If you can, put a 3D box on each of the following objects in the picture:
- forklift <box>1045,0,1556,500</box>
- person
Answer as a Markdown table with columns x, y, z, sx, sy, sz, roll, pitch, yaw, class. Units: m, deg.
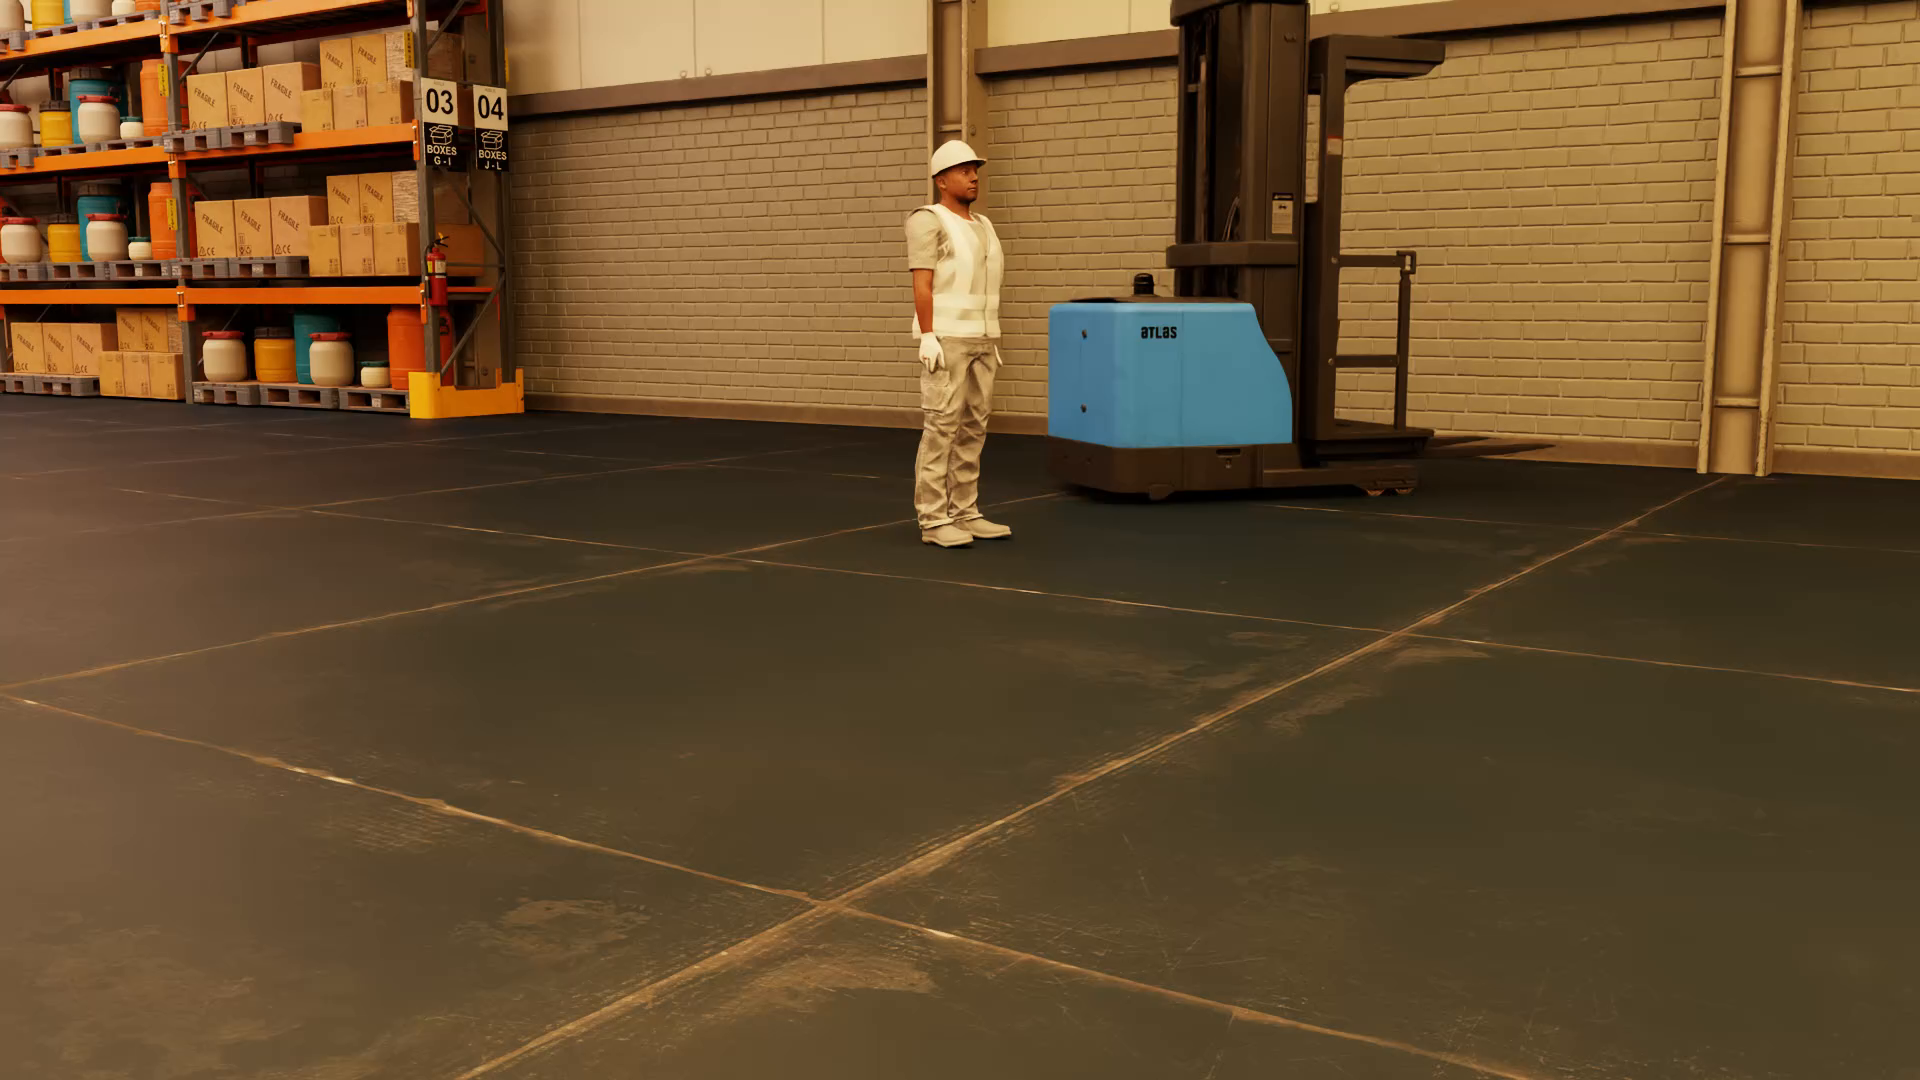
| x | y | z | sx | sy | sz | roll | pitch | yaw | class |
| --- | --- | --- | --- | --- | --- | --- | --- | --- | --- |
| 2.065 | -1.768 | 9.625 | 3.031 | 2.935 | 1.130 | -3 | 9 | -21 | forklift |
| 0.010 | -0.885 | 7.484 | 0.382 | 1.789 | 0.542 | 5 | 10 | 34 | person |
